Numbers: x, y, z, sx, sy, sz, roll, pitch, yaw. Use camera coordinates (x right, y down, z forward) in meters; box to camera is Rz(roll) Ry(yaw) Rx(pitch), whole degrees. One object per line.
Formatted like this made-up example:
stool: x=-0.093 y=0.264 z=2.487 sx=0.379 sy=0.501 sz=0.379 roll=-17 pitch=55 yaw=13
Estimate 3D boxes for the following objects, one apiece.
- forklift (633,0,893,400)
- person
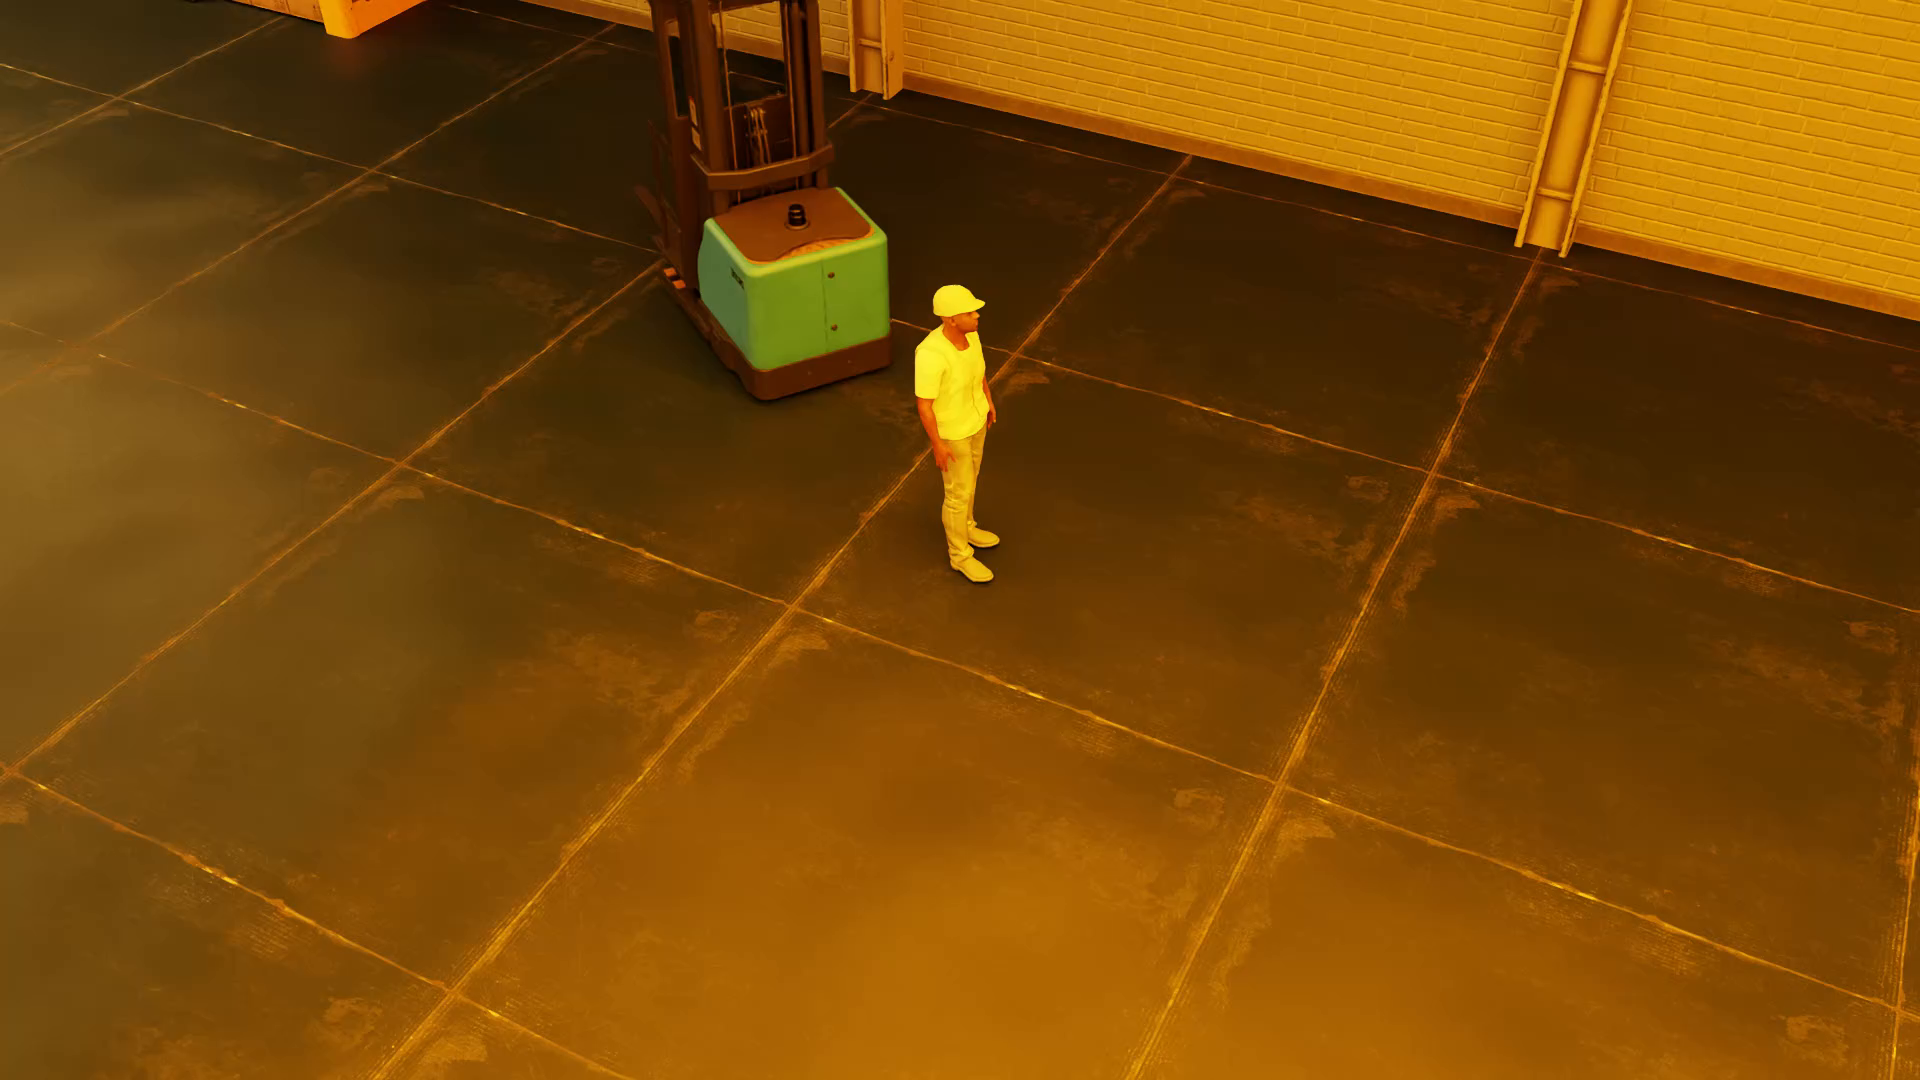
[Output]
forklift: x=-1.601 y=-3.009 z=11.559 sx=1.130 sy=2.935 sz=3.031 roll=-19 pitch=44 yaw=-21
person: x=0.060 y=-0.657 z=9.659 sx=0.575 sy=1.768 sz=0.665 roll=18 pitch=43 yaw=21
